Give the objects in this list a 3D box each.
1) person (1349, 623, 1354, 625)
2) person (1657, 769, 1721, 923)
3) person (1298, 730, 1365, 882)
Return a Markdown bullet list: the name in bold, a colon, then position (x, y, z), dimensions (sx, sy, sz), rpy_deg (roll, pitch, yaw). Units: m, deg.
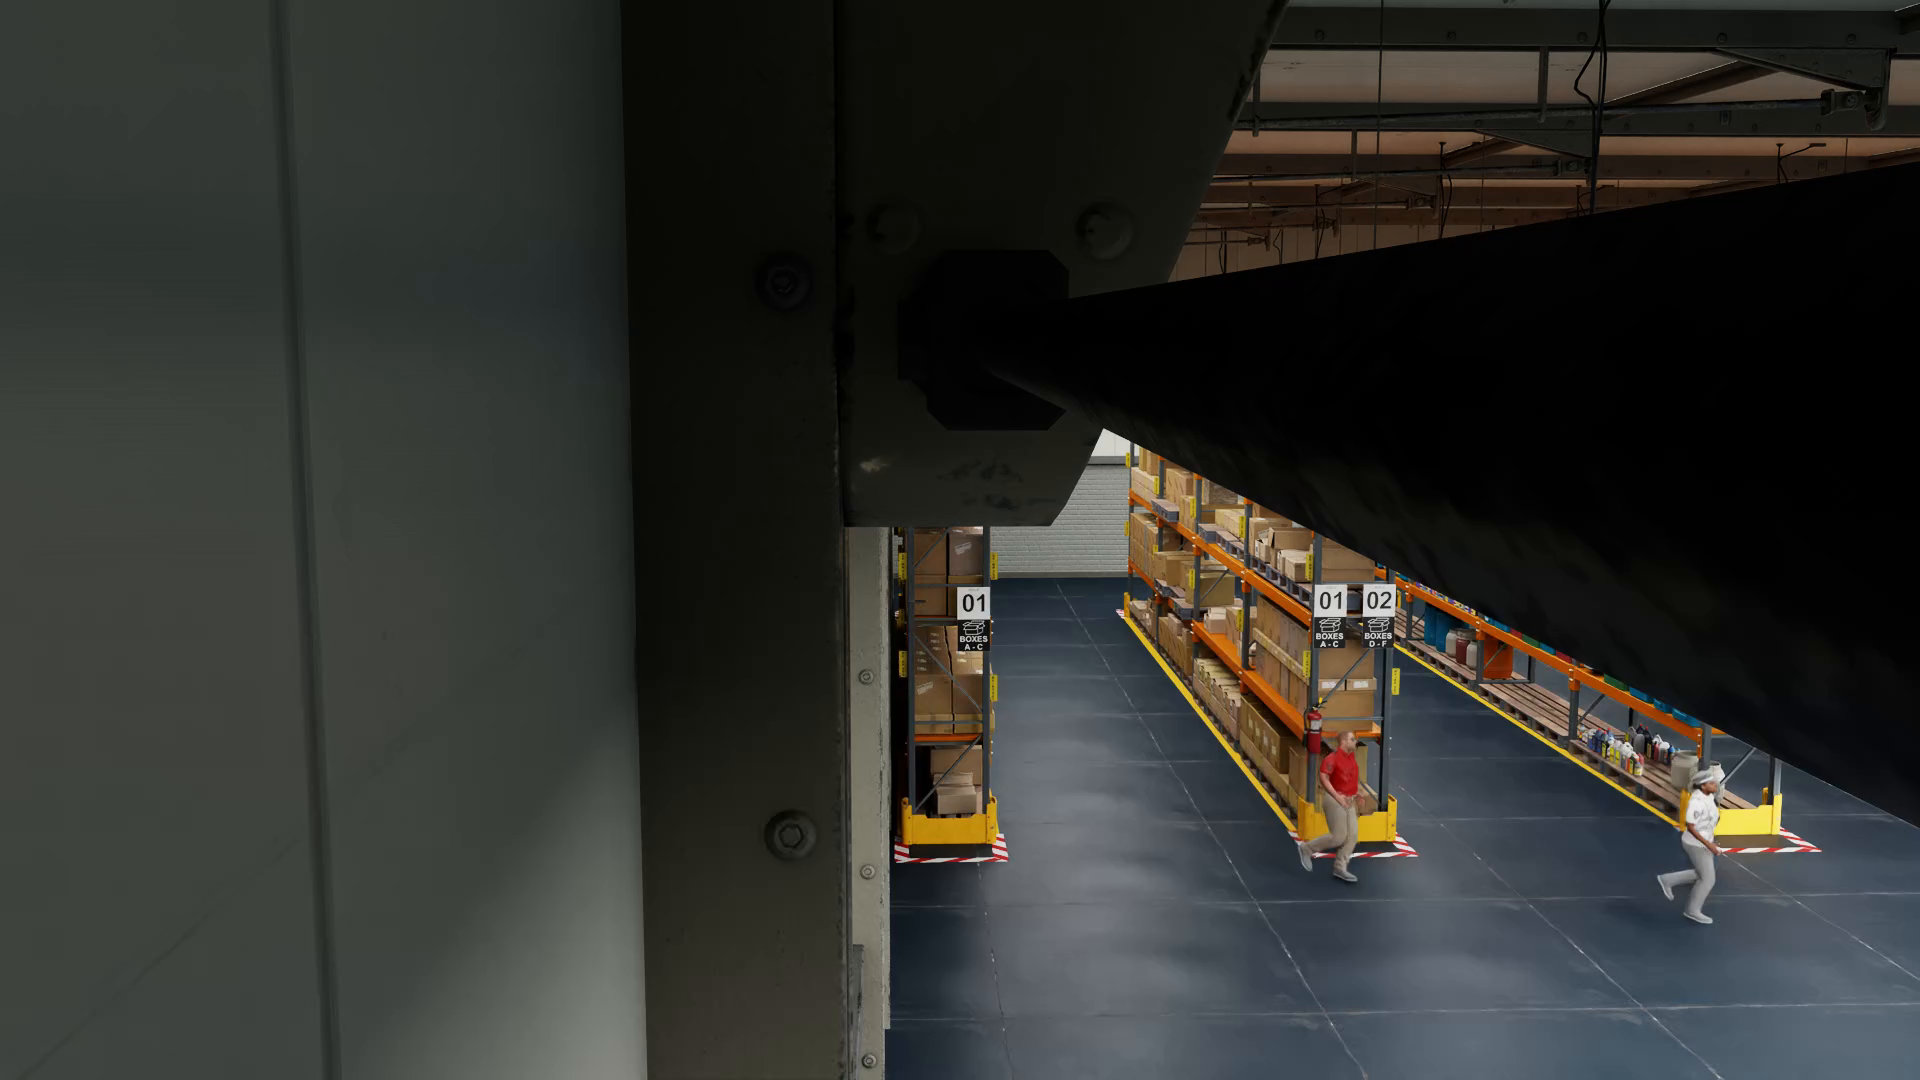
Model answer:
- **person**: position (6.915, 1.572, 30.170), dimensions (0.692, 1.786, 0.918), rpy_deg (-2, 8, -13)
- **person**: position (7.832, 3.242, 17.839), dimensions (0.629, 1.682, 0.584), rpy_deg (5, 9, 32)
- **person**: position (4.387, 3.040, 19.300), dimensions (0.711, 1.680, 0.738), rpy_deg (6, 9, 38)
